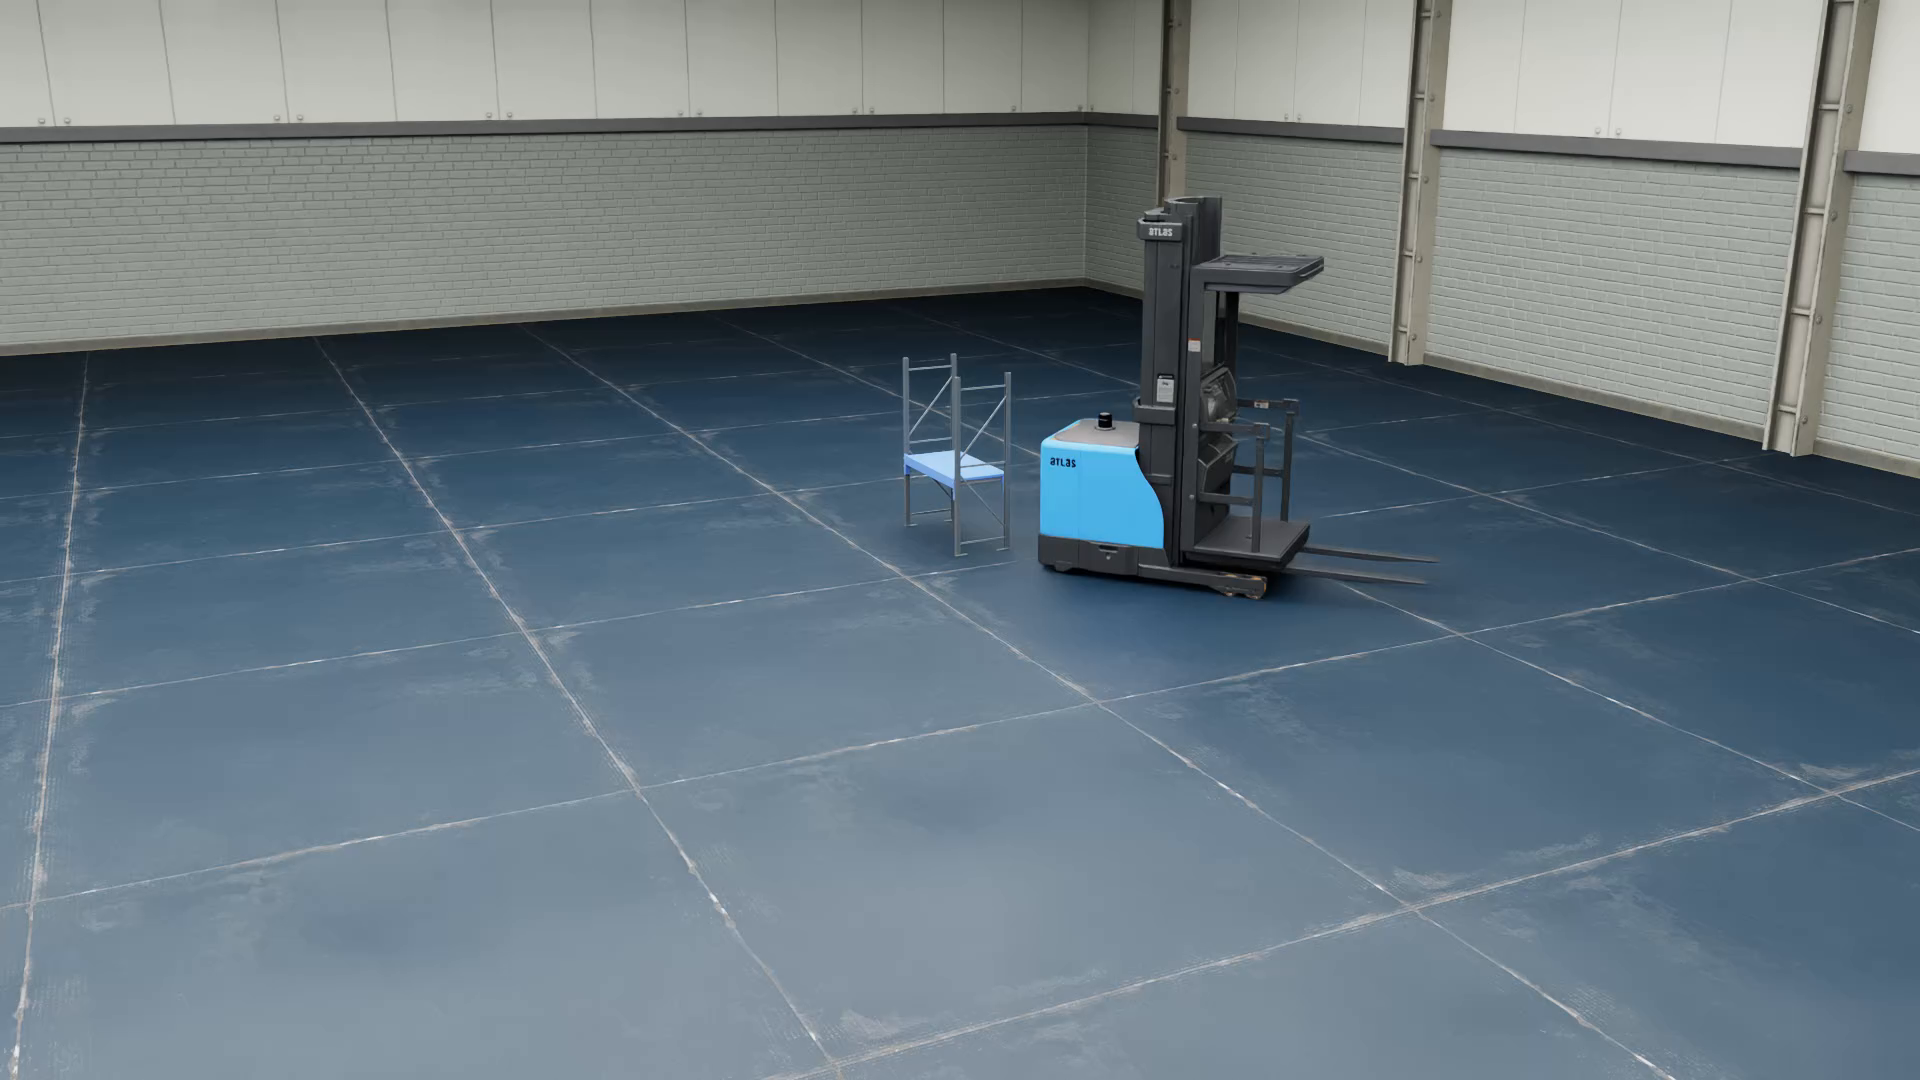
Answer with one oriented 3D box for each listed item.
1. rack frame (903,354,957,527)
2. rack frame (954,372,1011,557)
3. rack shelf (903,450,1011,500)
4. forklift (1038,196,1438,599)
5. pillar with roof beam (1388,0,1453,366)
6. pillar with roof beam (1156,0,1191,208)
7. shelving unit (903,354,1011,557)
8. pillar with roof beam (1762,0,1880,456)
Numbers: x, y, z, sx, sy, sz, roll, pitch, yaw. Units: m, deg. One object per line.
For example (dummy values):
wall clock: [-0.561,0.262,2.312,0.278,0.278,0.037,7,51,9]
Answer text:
rack frame: [-0.260,-0.868,14.557,0.500,1.500,0.032,-8,18,-25]
rack frame: [0.185,-0.616,13.678,0.500,1.500,0.032,-8,18,-25]
rack shelf: [-0.037,-0.569,14.167,0.538,0.185,1.000,-8,18,-25]
forklift: [2.191,-1.124,12.854,3.031,2.935,1.130,7,17,22]
pillar with roof beam: [2.218,-6.227,19.636,9.100,9.000,0.400,-8,18,-25]
pillar with roof beam: [-0.411,-7.715,24.821,9.100,9.000,0.400,-8,18,-25]
shelving unit: [-0.037,-0.742,14.117,0.538,1.500,1.048,-8,18,-25]
pillar with roof beam: [4.847,-4.739,14.452,9.100,9.000,0.400,-8,18,-25]
